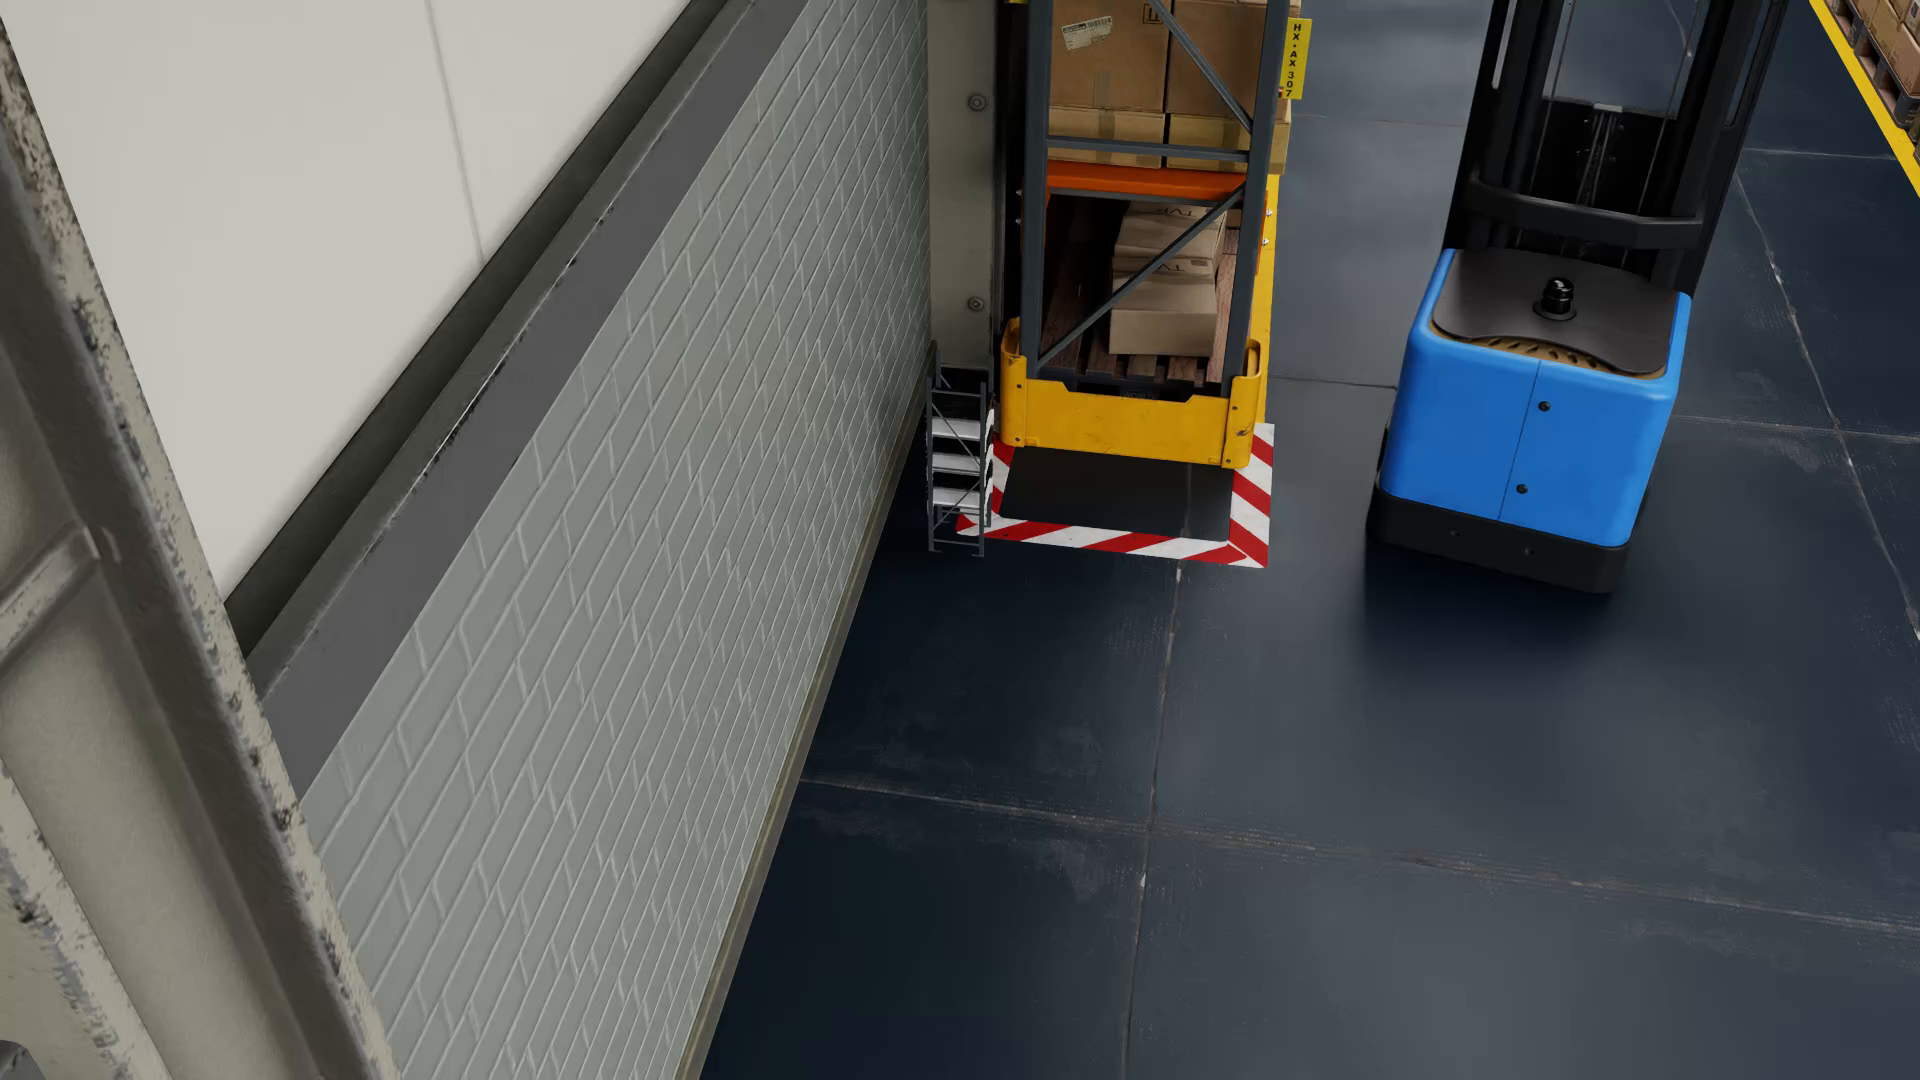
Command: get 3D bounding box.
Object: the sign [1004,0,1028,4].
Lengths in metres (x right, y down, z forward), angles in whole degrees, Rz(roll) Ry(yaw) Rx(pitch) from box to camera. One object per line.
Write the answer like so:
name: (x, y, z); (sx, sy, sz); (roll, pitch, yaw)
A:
sign: (0.224, -2.243, 6.452); (0.100, 0.325, 0.005); (6, 40, 8)

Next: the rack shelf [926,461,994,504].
rack shelf: (0.001, -0.257, 7.048); (0.258, 0.077, 0.200); (6, 40, 8)

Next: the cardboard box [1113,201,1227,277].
cardboard box: (1.074, -1.516, 8.495); (0.500, 0.311, 0.500); (10, 41, 11)

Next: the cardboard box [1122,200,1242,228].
cardboard box: (1.250, -2.044, 8.984); (0.700, 0.500, 0.500); (4, 40, 5)

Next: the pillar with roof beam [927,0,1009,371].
pillar with roof beam: (4.276, -3.973, 4.993); (9.100, 9.000, 0.400); (6, 40, 8)

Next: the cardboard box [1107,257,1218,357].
cardboard box: (0.975, -1.158, 8.062); (0.500, 0.311, 0.500); (2, 40, 3)

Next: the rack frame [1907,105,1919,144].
rack frame: (6.339, -3.567, 9.210); (1.000, 3.000, 0.127); (6, 40, 8)

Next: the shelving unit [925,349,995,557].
shelving unit: (0.001, -0.352, 6.969); (0.258, 0.900, 0.210); (6, 40, 8)

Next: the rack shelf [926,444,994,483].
rack shelf: (0.001, -0.326, 6.990); (0.258, 0.077, 0.200); (6, 40, 8)

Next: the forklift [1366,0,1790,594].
forklift: (2.798, -1.849, 7.187); (1.130, 2.935, 3.031); (15, 42, 17)

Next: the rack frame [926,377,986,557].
rack frame: (-0.016, -0.288, 6.892); (0.240, 0.900, 0.006); (6, 40, 8)

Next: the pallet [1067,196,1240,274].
pallet: (1.169, -1.843, 9.314); (1.003, 0.211, 1.213); (6, 40, 8)

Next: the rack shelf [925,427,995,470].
rack shelf: (0.001, -0.395, 6.933); (0.258, 0.077, 0.200); (6, 40, 8)

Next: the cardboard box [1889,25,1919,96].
cardboard box: (6.125, -2.962, 10.306); (0.500, 0.250, 0.500); (6, 40, 7)

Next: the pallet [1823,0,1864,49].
pallet: (6.637, -3.727, 11.592); (1.003, 0.211, 1.213); (6, 40, 8)

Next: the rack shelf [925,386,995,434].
rack shelf: (0.001, -0.534, 6.818); (0.258, 0.077, 0.200); (6, 40, 8)

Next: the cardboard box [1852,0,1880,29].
cardboard box: (6.302, -3.600, 11.078); (0.500, 0.250, 0.500); (7, 40, 9)

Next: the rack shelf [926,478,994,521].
rack shelf: (0.001, -0.187, 7.105); (0.258, 0.077, 0.200); (6, 40, 8)

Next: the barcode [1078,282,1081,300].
barcode: (0.584, -1.217, 8.126); (0.001, 0.075, 0.075); (6, 40, 8)

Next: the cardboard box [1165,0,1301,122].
cardboard box: (1.145, -2.106, 6.957); (0.500, 0.500, 0.500); (6, 40, 8)

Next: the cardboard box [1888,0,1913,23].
cardboard box: (6.210, -3.498, 10.516); (0.500, 0.311, 0.500); (7, 40, 9)

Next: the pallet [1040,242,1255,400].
pallet: (0.955, -1.080, 8.390); (1.003, 0.211, 1.213); (6, 40, 8)

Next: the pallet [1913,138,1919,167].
pallet: (6.160, -1.998, 9.501); (1.003, 0.211, 1.213); (6, 40, 8)

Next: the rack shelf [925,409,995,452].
rack shelf: (0.001, -0.465, 6.876); (0.258, 0.077, 0.200); (6, 40, 8)

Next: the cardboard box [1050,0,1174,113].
cardboard box: (0.639, -2.159, 7.021); (0.500, 0.500, 0.500); (6, 40, 7)

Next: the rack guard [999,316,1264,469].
rack guard: (0.780, -0.685, 7.686); (1.175, 0.500, 0.348); (6, 40, 8)

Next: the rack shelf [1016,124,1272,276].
rack shelf: (1.113, -2.579, 8.579); (1.077, 0.370, 4.000); (6, 40, 8)

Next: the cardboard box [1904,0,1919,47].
cardboard box: (6.126, -3.171, 10.120); (0.500, 0.311, 0.500); (6, 40, 8)

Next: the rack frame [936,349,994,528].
rack frame: (0.019, -0.416, 7.046); (0.240, 0.900, 0.006); (6, 40, 8)

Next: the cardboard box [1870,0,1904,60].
cardboard box: (6.214, -3.279, 10.690); (0.500, 0.250, 0.500); (6, 40, 7)

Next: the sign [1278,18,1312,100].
sign: (1.301, -1.875, 6.484); (0.100, 0.325, 0.005); (6, 40, 8)

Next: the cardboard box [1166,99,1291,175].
cardboard box: (1.164, -1.822, 7.201); (0.500, 0.250, 0.500); (5, 40, 6)

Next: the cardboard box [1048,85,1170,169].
cardboard box: (0.657, -1.865, 7.254); (0.500, 0.250, 0.500); (7, 40, 8)

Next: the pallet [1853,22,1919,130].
pallet: (6.428, -2.959, 10.663); (1.003, 0.211, 1.213); (6, 40, 8)

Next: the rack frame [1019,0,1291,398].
rack frame: (0.767, -1.601, 6.832); (1.000, 3.000, 0.127); (6, 40, 8)
